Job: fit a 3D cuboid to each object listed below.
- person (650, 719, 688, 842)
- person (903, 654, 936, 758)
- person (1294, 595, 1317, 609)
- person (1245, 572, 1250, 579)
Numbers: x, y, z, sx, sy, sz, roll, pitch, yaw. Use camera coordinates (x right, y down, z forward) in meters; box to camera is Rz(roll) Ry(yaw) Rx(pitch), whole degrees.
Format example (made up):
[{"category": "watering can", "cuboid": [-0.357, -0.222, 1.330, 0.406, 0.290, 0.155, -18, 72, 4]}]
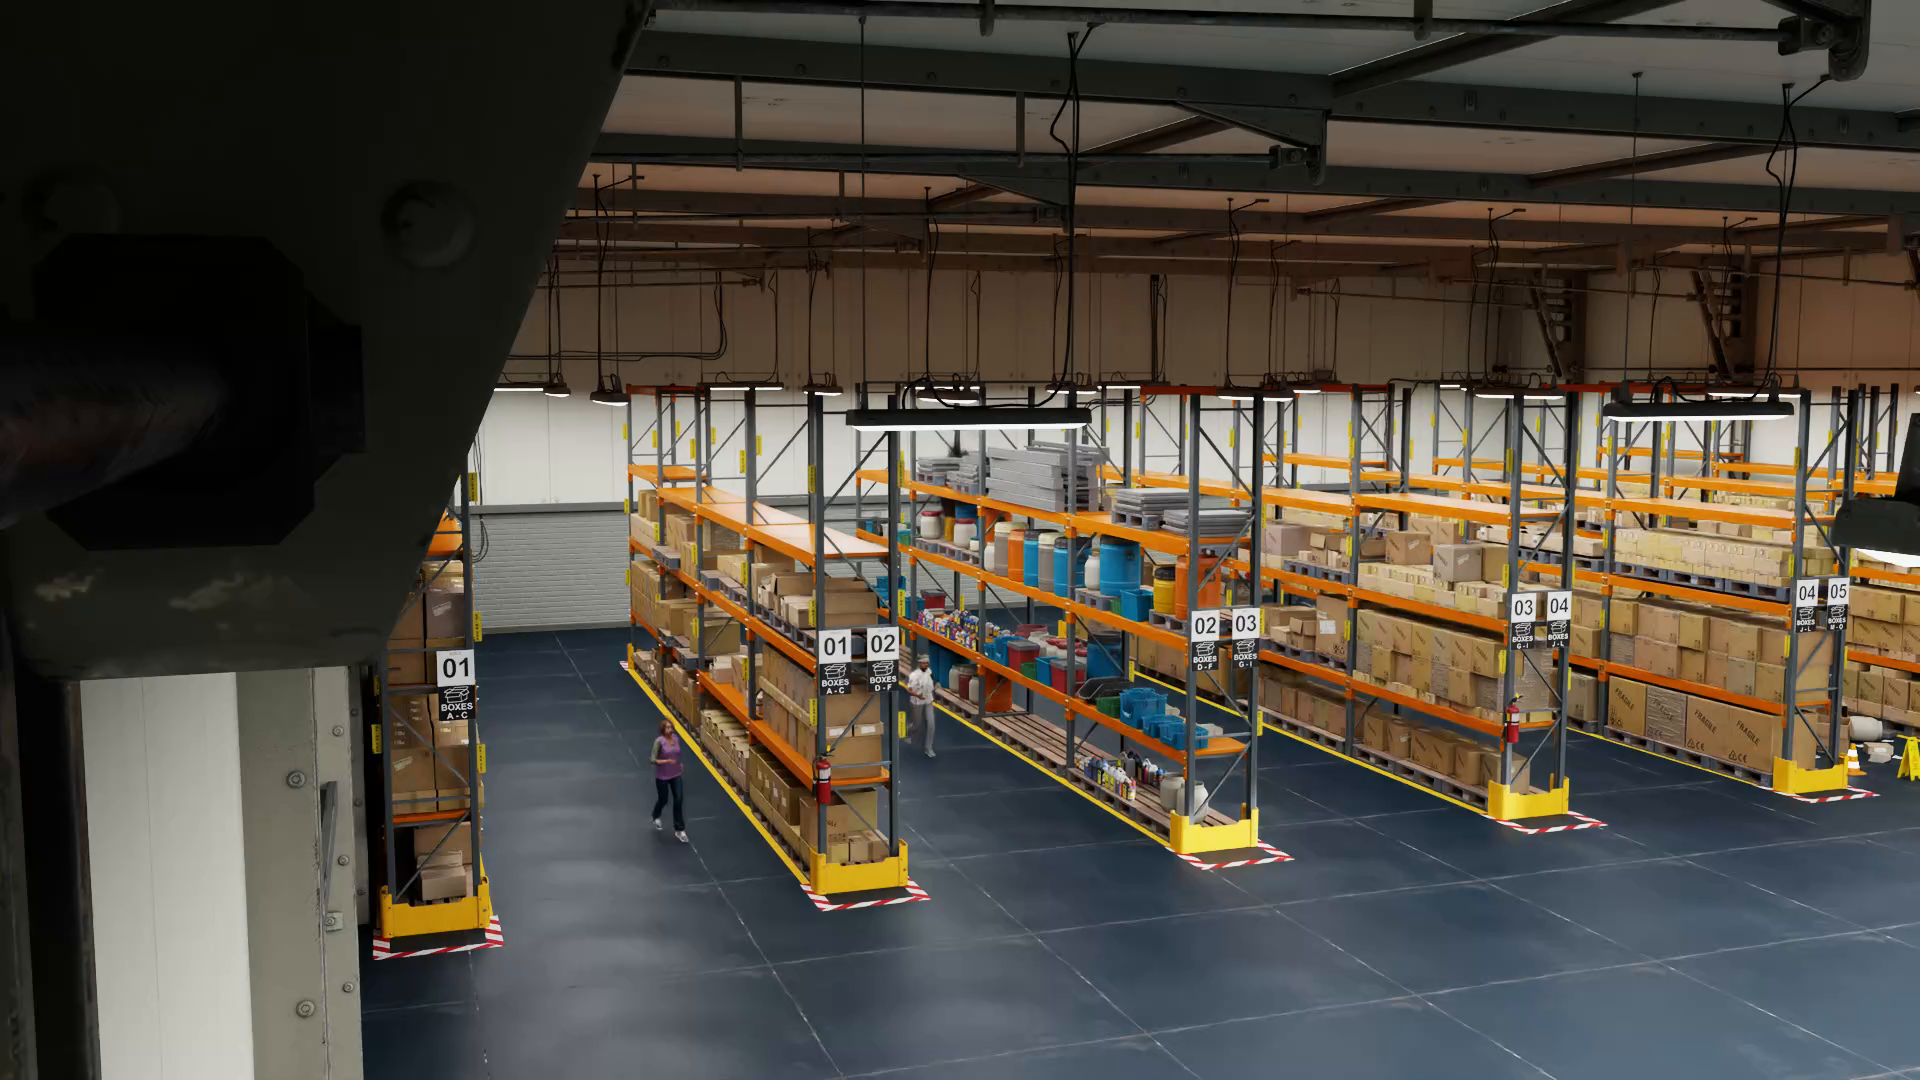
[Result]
[{"category": "person", "cuboid": [-3.932, 3.201, 22.385, 0.531, 1.607, 0.838, -4, 7, -35]}, {"category": "person", "cuboid": [-0.658, 2.683, 27.353, 0.563, 1.691, 0.869, -4, 7, -32]}, {"category": "person", "cuboid": [8.491, 1.235, 41.209, 0.687, 1.698, 0.749, 3, 7, 26]}, {"category": "person", "cuboid": [7.315, 1.230, 41.210, 0.809, 1.693, 0.666, -5, 7, -37]}]
